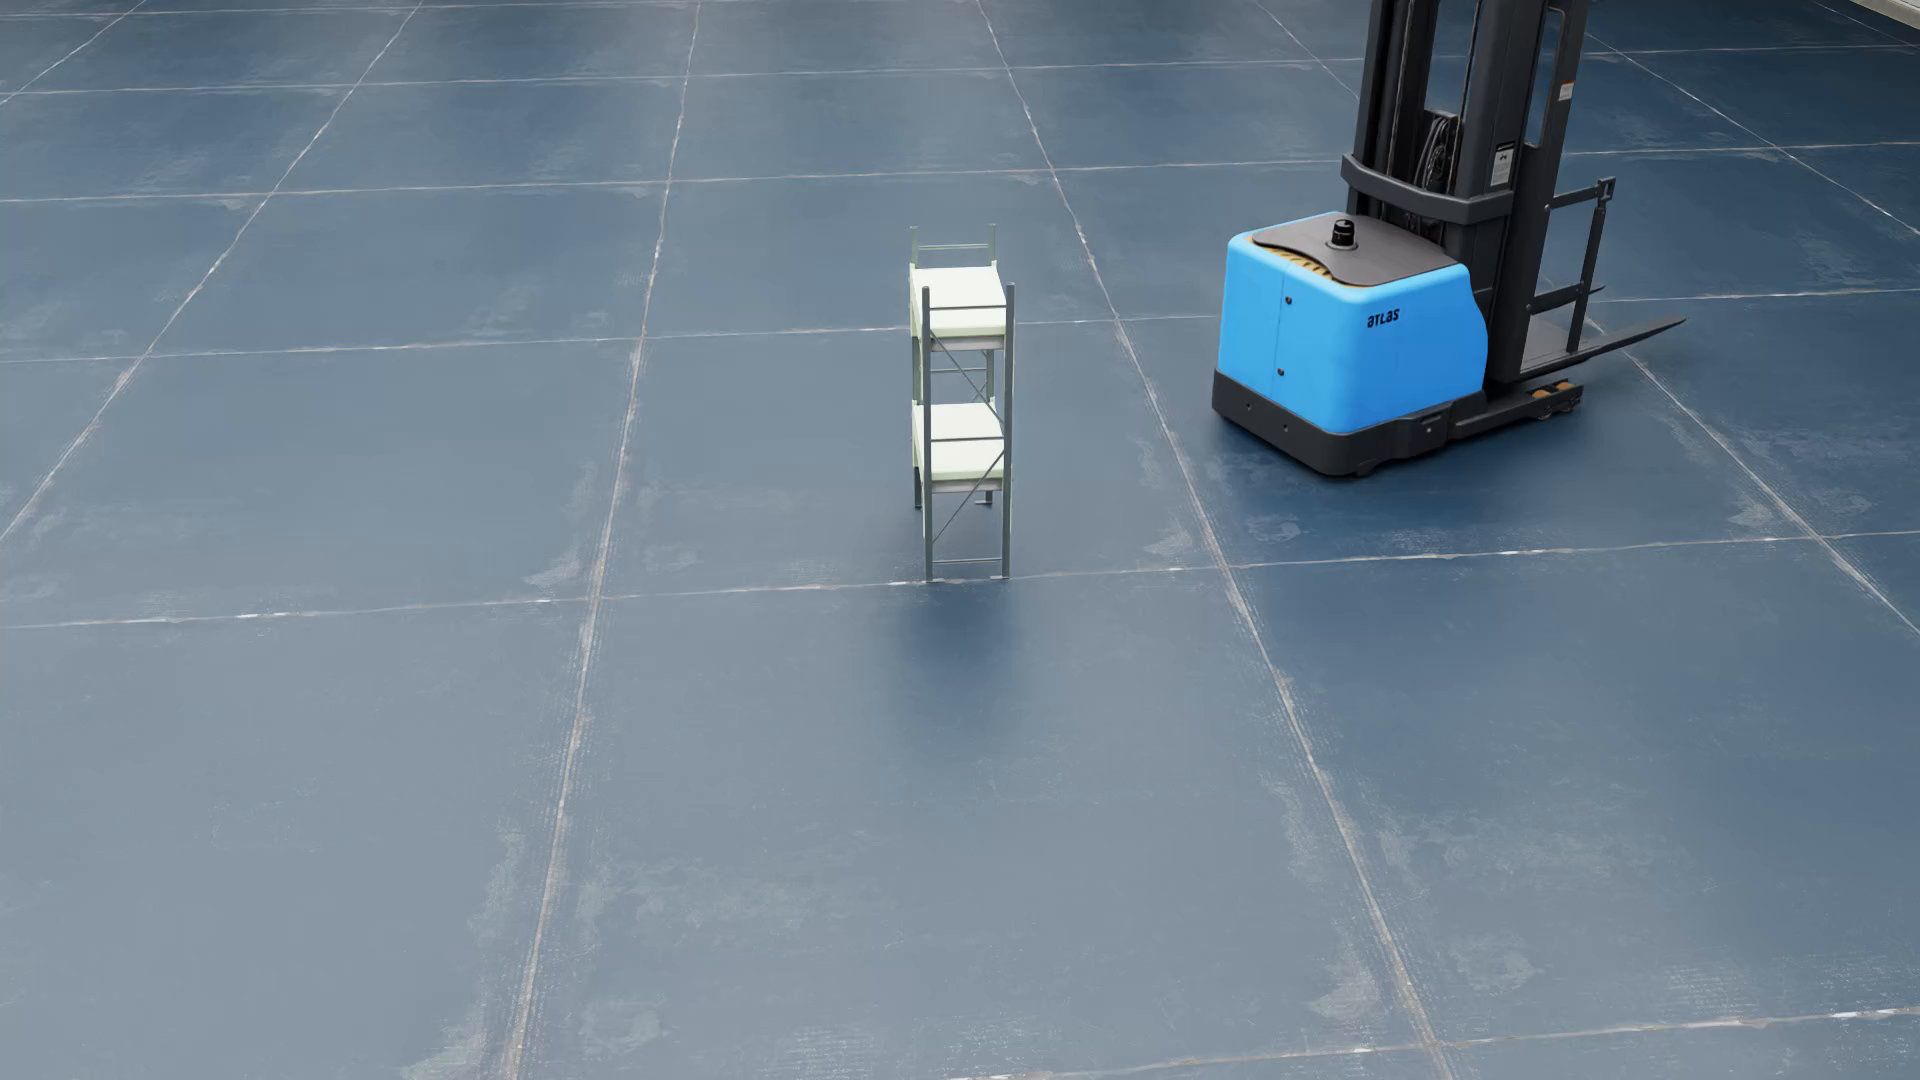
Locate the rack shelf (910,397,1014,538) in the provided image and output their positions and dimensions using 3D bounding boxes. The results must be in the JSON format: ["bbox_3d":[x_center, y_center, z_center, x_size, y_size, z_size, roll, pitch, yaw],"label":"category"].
[{"bbox_3d":[0.001,-0.361,8.027,0.431,0.370,0.720,-3,31,-5],"label":"rack shelf"}]

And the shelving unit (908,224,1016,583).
[{"bbox_3d":[0.001,-0.640,7.860,0.431,1.500,0.755,-3,31,-5],"label":"shelving unit"}]

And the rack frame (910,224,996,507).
[{"bbox_3d":[-0.034,-0.827,8.173,0.400,1.500,0.023,-3,31,-5],"label":"rack frame"}]

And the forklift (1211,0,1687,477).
[{"bbox_3d":[2.940,-2.148,8.988,3.031,2.935,1.130,-18,35,-27],"label":"forklift"}]

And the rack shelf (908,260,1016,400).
[{"bbox_3d":[0.001,-0.976,7.660,0.431,0.370,0.720,-3,31,-5],"label":"rack shelf"}]

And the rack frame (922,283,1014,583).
[{"bbox_3d":[0.035,-0.454,7.547,0.400,1.500,0.023,-3,31,-5],"label":"rack frame"}]
